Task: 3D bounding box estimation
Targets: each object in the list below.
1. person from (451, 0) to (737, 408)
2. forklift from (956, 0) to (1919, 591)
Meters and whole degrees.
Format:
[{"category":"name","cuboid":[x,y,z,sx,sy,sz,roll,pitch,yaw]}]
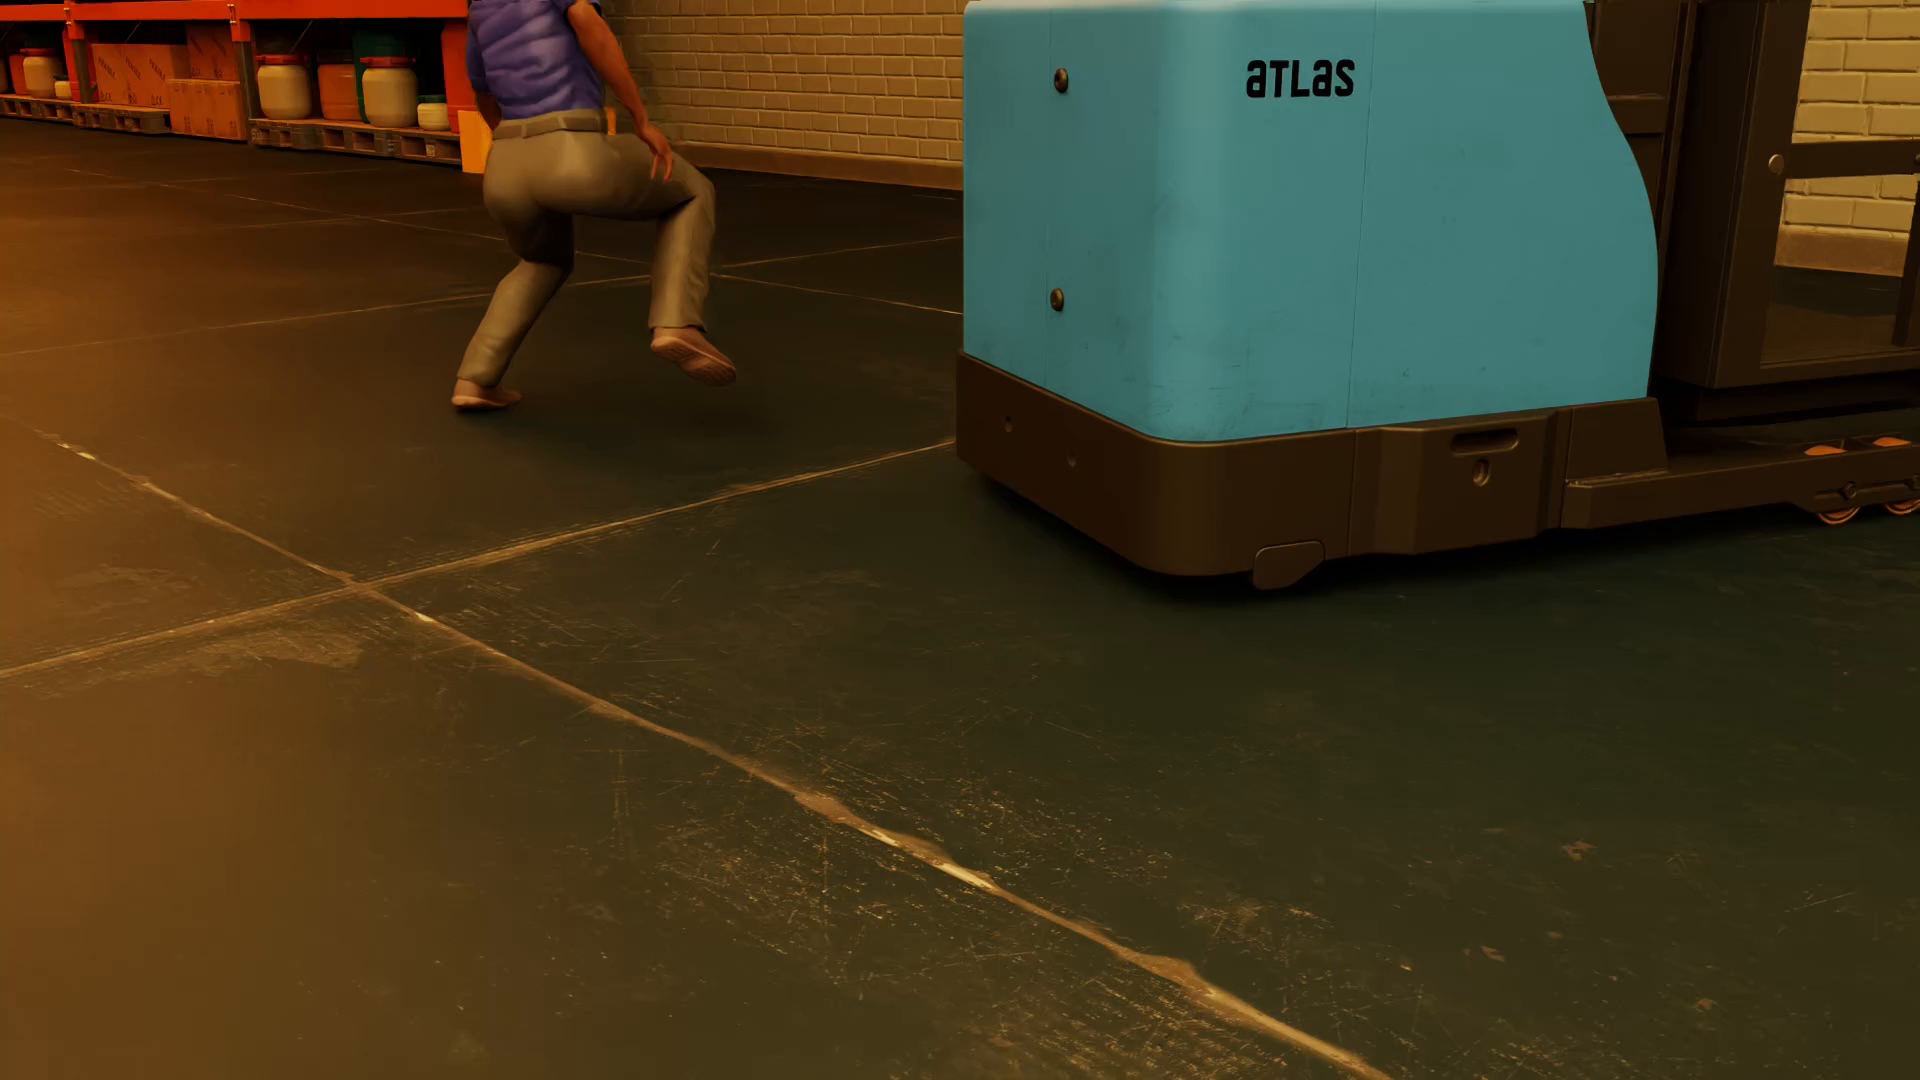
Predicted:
[{"category":"person","cuboid":[-1.002,-1.008,4.356,0.743,1.433,0.617,8,19,25]},{"category":"forklift","cuboid":[1.560,-1.569,3.509,3.031,2.935,1.130,-7,18,-21]}]
